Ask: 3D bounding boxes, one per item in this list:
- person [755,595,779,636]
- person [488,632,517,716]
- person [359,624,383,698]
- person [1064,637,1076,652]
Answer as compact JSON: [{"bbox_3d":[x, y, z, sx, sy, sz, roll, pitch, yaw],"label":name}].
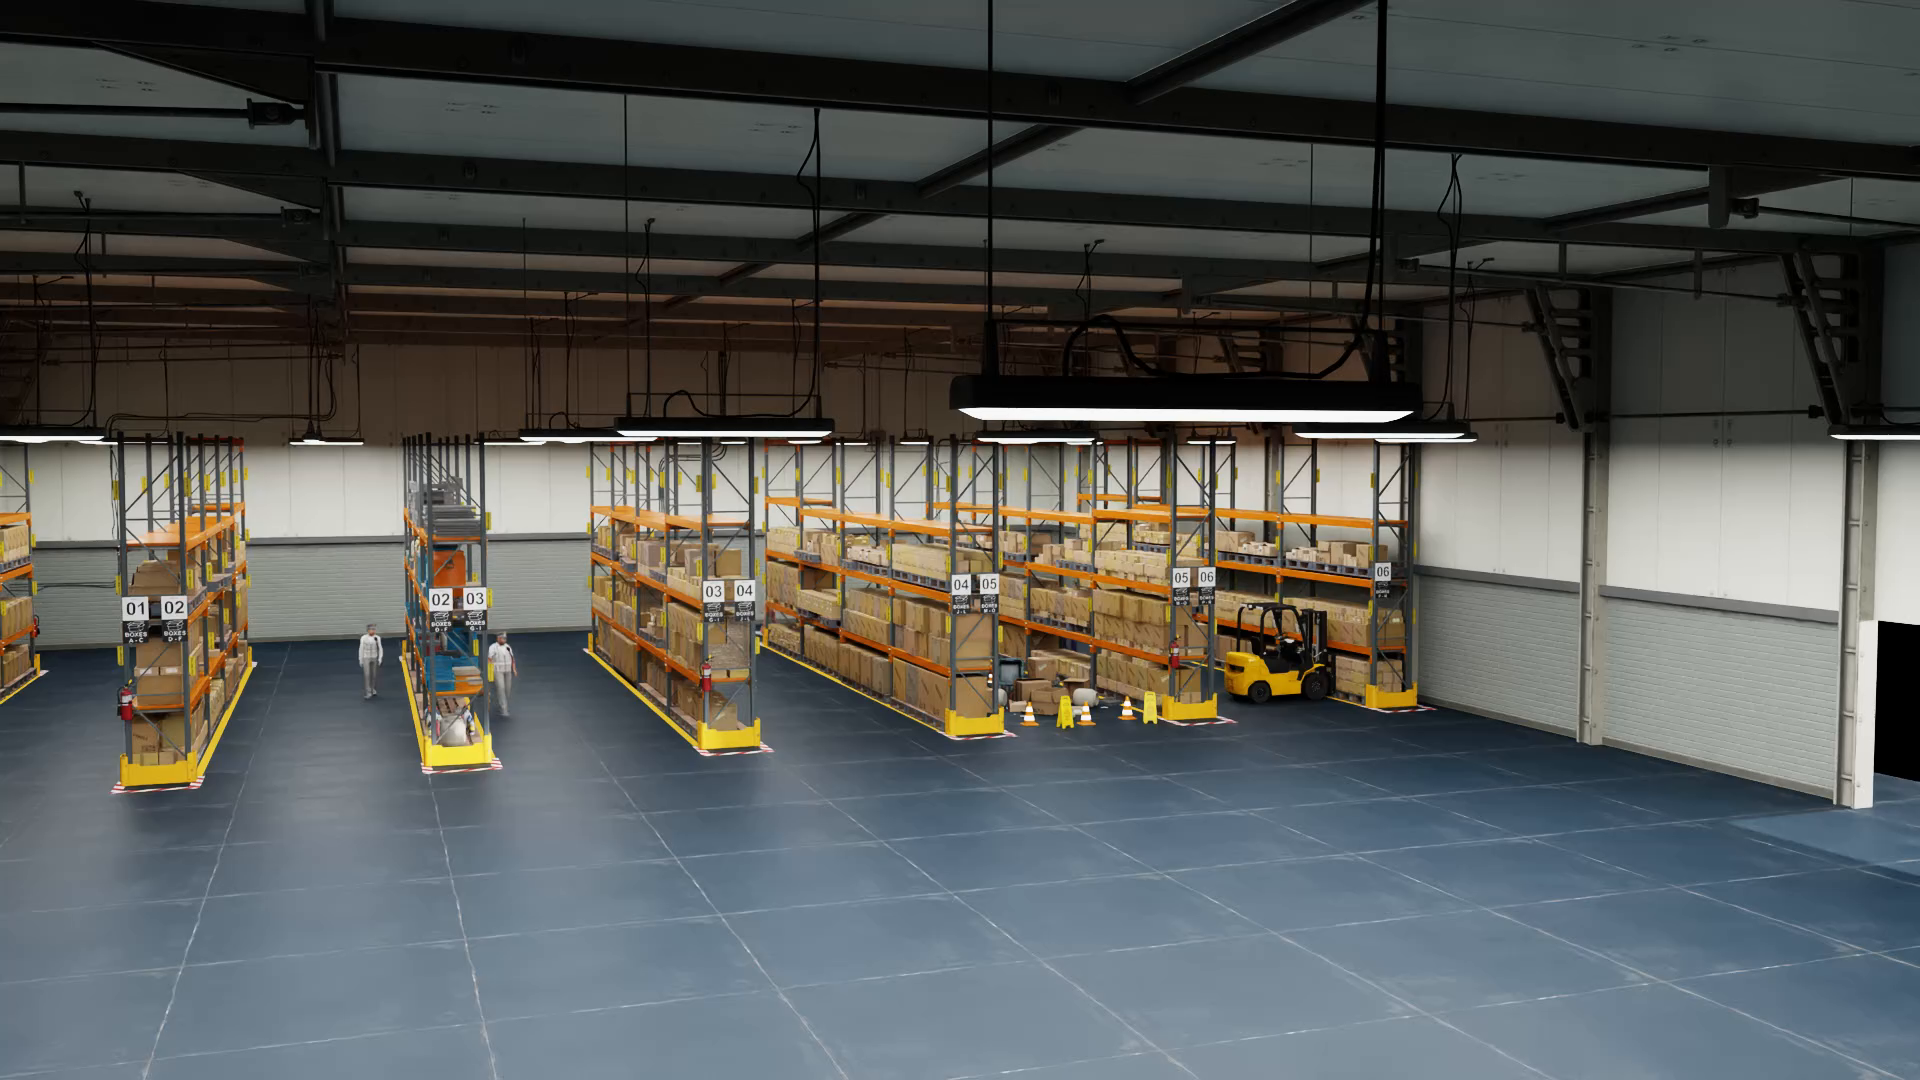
[{"bbox_3d":[-5.862,2.088,50.688,0.902,1.635,0.460,-2,4,-31],"label":"person"},{"bbox_3d":[-9.831,2.875,35.940,0.566,1.764,0.769,-3,4,-44],"label":"person"},{"bbox_3d":[-13.564,2.780,38.356,0.516,1.672,0.718,-2,4,-28],"label":"person"},{"bbox_3d":[3.023,2.393,45.867,0.501,1.695,0.606,-1,3,-25],"label":"person"}]
